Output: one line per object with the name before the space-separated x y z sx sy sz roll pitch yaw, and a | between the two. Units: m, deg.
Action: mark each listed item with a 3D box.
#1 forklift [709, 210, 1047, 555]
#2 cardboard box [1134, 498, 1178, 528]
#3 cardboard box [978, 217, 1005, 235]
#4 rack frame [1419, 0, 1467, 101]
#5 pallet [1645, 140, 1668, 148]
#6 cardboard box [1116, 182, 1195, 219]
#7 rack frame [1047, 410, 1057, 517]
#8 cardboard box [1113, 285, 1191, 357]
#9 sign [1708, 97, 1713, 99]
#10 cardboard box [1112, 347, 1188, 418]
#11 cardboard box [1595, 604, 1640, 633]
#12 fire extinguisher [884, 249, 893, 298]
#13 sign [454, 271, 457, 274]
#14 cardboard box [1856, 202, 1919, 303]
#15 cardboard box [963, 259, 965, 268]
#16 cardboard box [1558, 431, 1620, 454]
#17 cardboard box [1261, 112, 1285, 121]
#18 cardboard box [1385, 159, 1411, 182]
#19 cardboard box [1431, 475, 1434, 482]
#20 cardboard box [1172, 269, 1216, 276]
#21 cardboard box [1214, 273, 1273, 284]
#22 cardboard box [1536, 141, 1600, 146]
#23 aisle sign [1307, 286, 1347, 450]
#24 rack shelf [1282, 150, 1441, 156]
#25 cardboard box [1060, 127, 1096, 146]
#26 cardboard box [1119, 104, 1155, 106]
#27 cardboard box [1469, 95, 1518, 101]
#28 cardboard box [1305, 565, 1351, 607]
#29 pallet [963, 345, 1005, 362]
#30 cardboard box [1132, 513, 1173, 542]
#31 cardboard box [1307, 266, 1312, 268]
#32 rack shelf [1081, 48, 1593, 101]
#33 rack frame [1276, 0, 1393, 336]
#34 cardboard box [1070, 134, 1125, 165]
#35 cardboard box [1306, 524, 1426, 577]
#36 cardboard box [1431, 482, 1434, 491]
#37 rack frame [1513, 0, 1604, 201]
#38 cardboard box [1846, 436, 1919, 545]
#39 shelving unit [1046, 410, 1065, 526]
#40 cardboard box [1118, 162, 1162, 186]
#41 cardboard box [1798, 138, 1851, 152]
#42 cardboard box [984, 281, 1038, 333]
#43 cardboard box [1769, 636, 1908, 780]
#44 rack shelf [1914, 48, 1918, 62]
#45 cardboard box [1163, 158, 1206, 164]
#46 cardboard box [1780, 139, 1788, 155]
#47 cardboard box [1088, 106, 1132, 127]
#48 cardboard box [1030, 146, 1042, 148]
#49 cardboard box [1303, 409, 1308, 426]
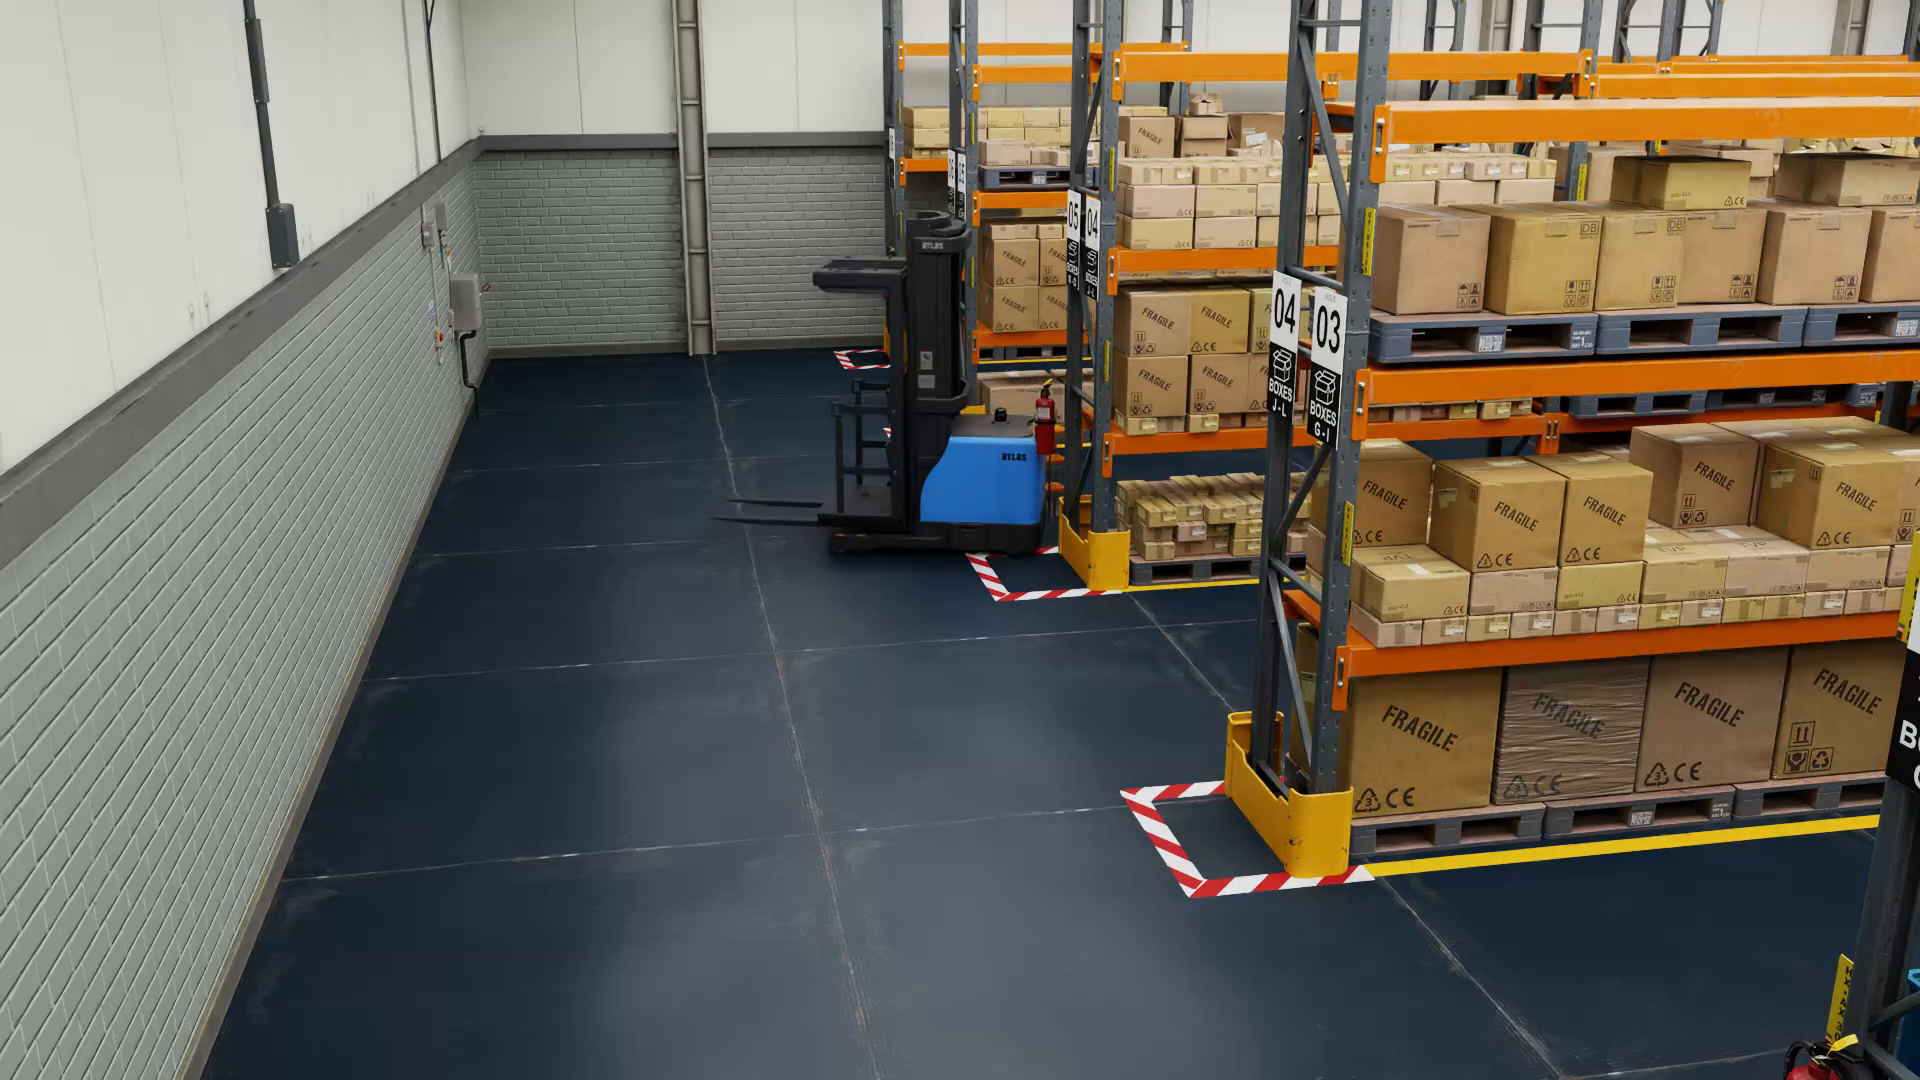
forklift | -0.743 -1.437 14.938 3.031 2.935 1.130 2 17 6
cardboard box | 1.651 -0.231 14.022 0.250 0.149 0.380 -4 18 -13
cardboard box | 0.348 -3.513 18.600 0.250 0.149 0.380 -3 17 -10
rack frame | 6.943 -7.343 23.831 0.127 3.000 1.000 -3 17 -10
pallet | 10.007 -5.988 24.853 1.217 0.209 0.805 -4 18 -13
cardboard box | 1.562 -2.729 13.322 0.500 0.250 0.500 -3 17 -10
rack frame | 0.823 -0.713 15.782 0.200 1.050 0.008 -8 19 -23
cardboard box | 1.563 -1.794 13.603 0.500 0.500 0.500 -3 17 -11
sign | 10.983 -6.374 24.368 0.005 0.325 0.100 -3 17 -10
cardboard box | 1.565 -1.313 13.740 0.500 0.500 0.500 -2 17 -8
cardboard box | 3.587 0.381 9.329 0.250 0.149 0.380 -3 17 -11
fire extinguisher | -0.968 -3.673 22.867 0.183 0.674 0.296 -3 17 -10
sign | -6.050 -2.977 19.997 0.001 0.494 0.329 -3 17 -10
cardboard box | 5.084 -1.634 9.298 0.500 0.500 0.700 -4 18 -14
cardboard box | -0.044 -3.901 23.270 0.250 0.149 0.380 -3 17 -11
cardboard box | 5.683 -0.879 15.269 0.500 0.250 0.500 -4 17 -12
cardboard box | 4.386 -5.938 23.400 0.250 0.149 0.380 -3 17 -10
cardboard box | 3.479 -3.017 13.579 0.250 0.149 0.380 -3 17 -11
cardboard box | 4.101 -0.537 15.016 0.250 0.149 0.380 -3 17 -11
cardboard box | 2.553 -3.185 18.637 0.500 0.500 0.500 -3 17 -10
cardboard box | 2.481 -2.003 14.282 0.500 0.500 0.500 -2 17 -8
cardboard box | 6.953 -4.617 19.180 0.500 0.500 0.700 -4 18 -13
aisle sign | 1.900 -0.895 8.626 0.004 0.787 0.394 -3 17 -10
rack shelf | 4.980 -5.454 24.015 4.000 0.370 1.077 -3 17 -10
cardboard box | 1.576 -5.601 23.016 0.500 0.250 0.500 -3 17 -9
cardboard box | 2.476 -6.050 23.629 0.500 0.250 0.500 -3 17 -11
cardboard box | 7.701 -6.176 24.084 0.500 0.500 0.500 -3 17 -10
cardboard box | 2.201 0.263 9.713 0.250 0.149 0.380 -3 17 -9
pallet | -0.054 -2.746 23.830 1.213 0.211 1.003 -3 17 -10
cardboard box | 1.635 -0.113 14.143 0.250 0.149 0.380 -3 17 -8
cardboard box | 4.352 -3.445 19.484 0.500 0.500 0.500 -3 17 -9
rack shelf | 3.036 -3.812 13.564 4.000 0.370 1.077 -3 17 -10
rack frame | 1.914 -2.610 8.421 0.127 3.000 1.000 -3 17 -10
cardboard box | 1.513 -4.308 18.324 0.500 0.311 0.500 -3 17 -9
cardboard box | 2.339 0.084 9.618 0.500 0.250 0.500 -4 17 -11
cardboard box | 4.213 -0.387 14.527 0.250 0.149 0.380 -3 17 -11
rack frame | 5.000 -4.268 13.820 0.127 3.000 1.000 -3 17 -10
cardboard box | 5.441 -0.291 9.562 0.500 0.500 0.500 -3 17 -9
shelving unit | 0.873 -0.680 15.676 0.215 1.050 0.252 -8 19 -23
cardboard box | 1.433 -2.922 13.271 0.250 0.149 0.380 -3 17 -11
cardboard box | 7.728 -3.474 14.868 0.258 0.266 0.396 -3 17 -10
cardboard box | 0.560 -2.591 18.406 0.500 0.500 0.500 -3 17 -11
cardboard box | 5.178 0.863 10.233 0.875 0.875 0.875 -3 17 -10
rack shelf | 13.780 -5.901 20.368 4.000 0.370 1.077 -3 17 -10
cardboard box | 1.855 -3.073 13.762 0.250 0.149 0.380 -4 17 -12
cardboard box | 10.178 -4.851 20.365 0.500 0.250 0.500 -3 17 -11
cardboard box | 2.070 -5.868 23.034 0.500 0.250 0.500 -4 17 -11
cardboard box | 0.969 -5.352 22.884 0.250 0.149 0.380 -3 17 -10
cardboard box | 2.974 -1.083 14.095 0.250 0.149 0.380 -3 17 -8
